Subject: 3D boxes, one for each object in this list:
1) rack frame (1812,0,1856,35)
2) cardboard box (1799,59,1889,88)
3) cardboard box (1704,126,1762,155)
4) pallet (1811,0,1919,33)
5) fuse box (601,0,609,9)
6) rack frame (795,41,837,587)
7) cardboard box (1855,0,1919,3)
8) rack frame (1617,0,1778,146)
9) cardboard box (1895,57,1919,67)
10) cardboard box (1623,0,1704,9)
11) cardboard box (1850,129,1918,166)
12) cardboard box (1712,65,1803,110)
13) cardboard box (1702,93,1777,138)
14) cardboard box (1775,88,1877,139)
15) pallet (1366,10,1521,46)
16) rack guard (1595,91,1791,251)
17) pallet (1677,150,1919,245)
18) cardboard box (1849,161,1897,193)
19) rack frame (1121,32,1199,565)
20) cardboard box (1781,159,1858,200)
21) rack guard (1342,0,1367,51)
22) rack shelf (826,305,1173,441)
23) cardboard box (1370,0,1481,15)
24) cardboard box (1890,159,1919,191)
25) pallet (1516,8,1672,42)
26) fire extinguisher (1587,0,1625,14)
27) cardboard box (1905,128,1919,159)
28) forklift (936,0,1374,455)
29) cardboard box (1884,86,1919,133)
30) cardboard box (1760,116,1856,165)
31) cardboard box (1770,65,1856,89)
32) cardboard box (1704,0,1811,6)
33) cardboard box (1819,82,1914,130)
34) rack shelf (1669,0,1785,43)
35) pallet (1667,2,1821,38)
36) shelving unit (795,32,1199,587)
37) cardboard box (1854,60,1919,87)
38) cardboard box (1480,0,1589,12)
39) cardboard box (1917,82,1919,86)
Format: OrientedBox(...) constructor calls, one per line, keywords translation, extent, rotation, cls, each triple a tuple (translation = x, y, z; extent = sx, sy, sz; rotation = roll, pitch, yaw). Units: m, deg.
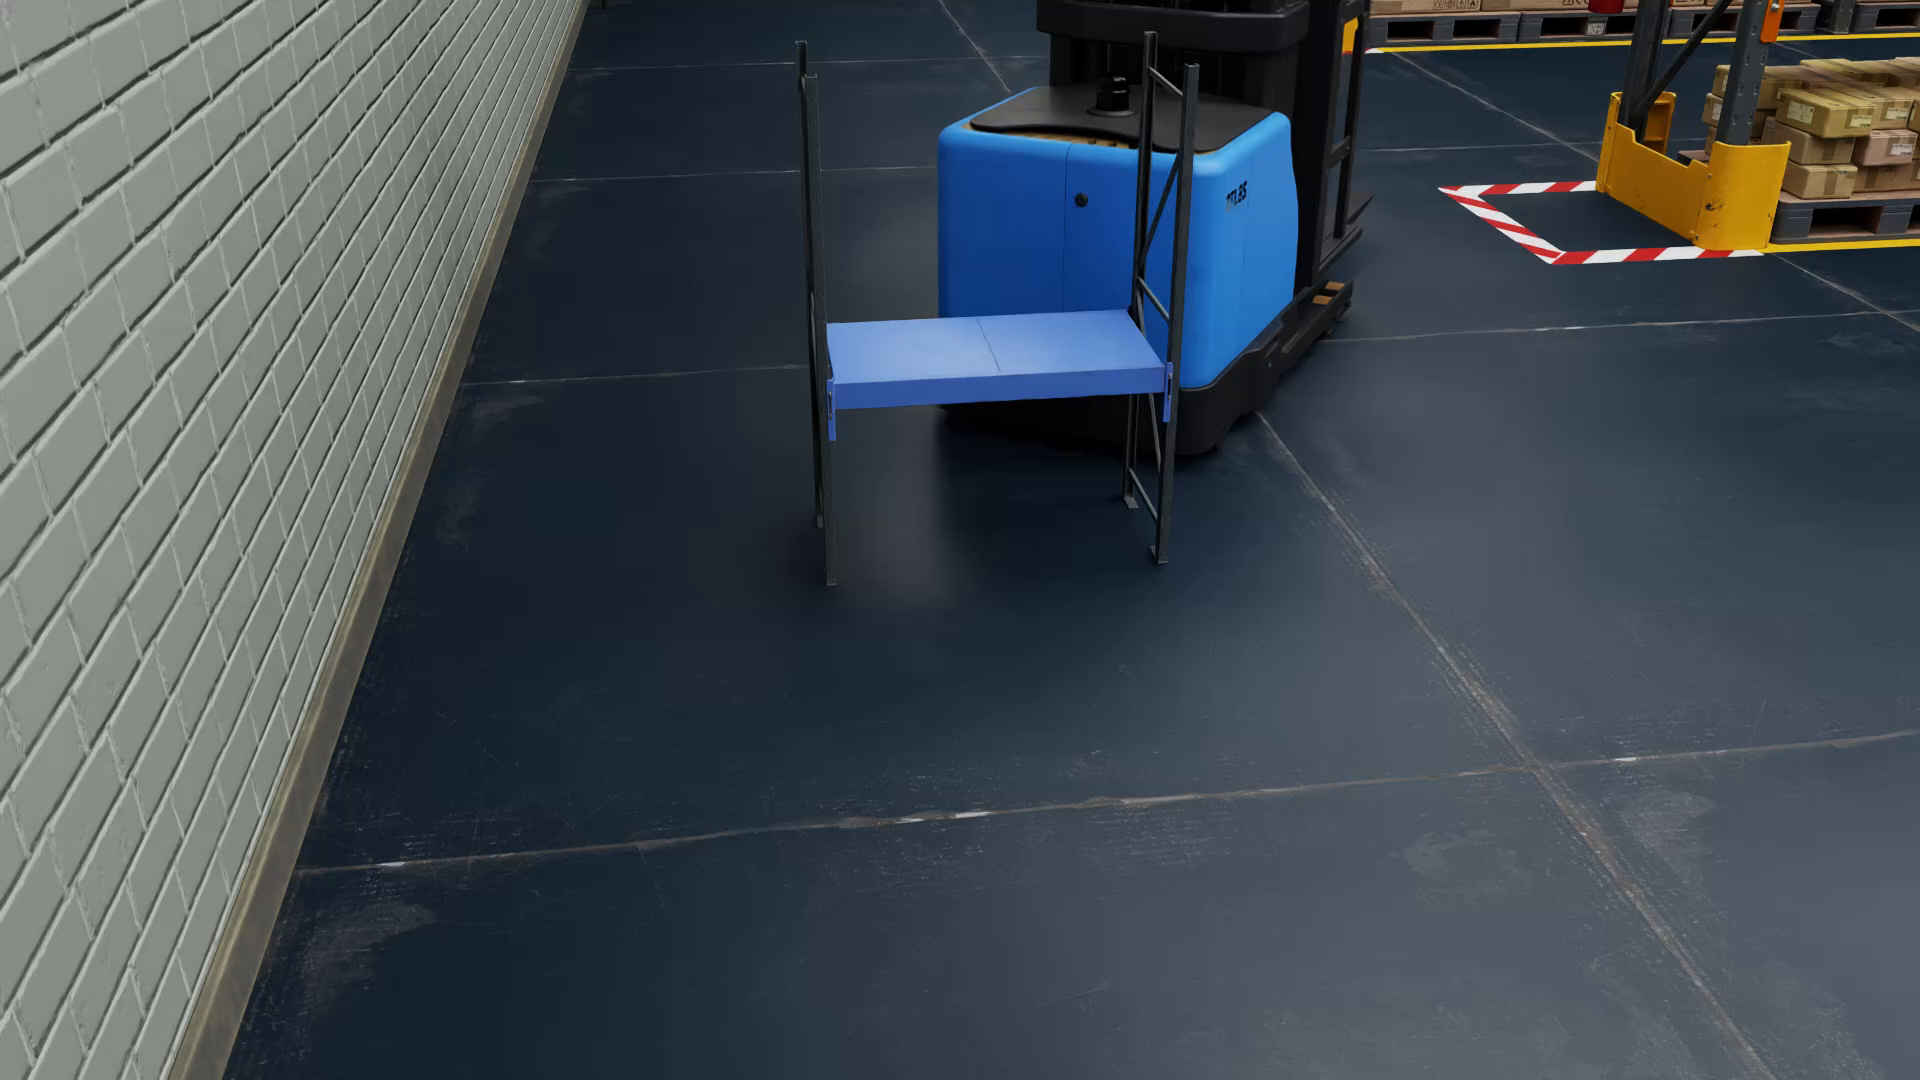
OrientedBox(translation=(6.744, -5.466, 12.616), extent=(0.127, 3.000, 1.000), rotation=(-4, 27, -7), cls="rack frame")
OrientedBox(translation=(4.557, -2.375, 8.605), extent=(0.250, 0.149, 0.380), rotation=(-4, 27, -8), cls="cardboard box")
OrientedBox(translation=(4.065, -2.026, 8.576), extent=(0.250, 0.149, 0.380), rotation=(-3, 27, -6), cls="cardboard box")
OrientedBox(translation=(7.497, -4.308, 13.415), extent=(1.213, 0.211, 1.003), rotation=(-4, 27, -7), cls="pallet")
OrientedBox(translation=(-2.946, -5.228, 13.564), extent=(0.414, 1.711, 0.539), rotation=(-4, 27, -7), cls="fuse box")
OrientedBox(translation=(-0.419, -0.640, 4.855), extent=(0.032, 1.500, 0.500), rotation=(-4, 27, -7), cls="rack frame")
OrientedBox(translation=(7.347, -4.783, 13.153), extent=(0.875, 0.875, 0.875), rotation=(-3, 27, -6), cls="cardboard box")
OrientedBox(translation=(3.573, -2.980, 7.772), extent=(0.127, 3.000, 1.000), rotation=(-4, 27, -7), cls="rack frame")
OrientedBox(translation=(5.081, -2.405, 8.663), extent=(0.250, 0.149, 0.380), rotation=(-3, 27, -5), cls="cardboard box")
OrientedBox(translation=(5.221, -4.464, 13.011), extent=(0.875, 0.438, 0.875), rotation=(-4, 27, -9), cls="cardboard box")
OrientedBox(translation=(4.406, -1.940, 8.082), extent=(0.250, 0.149, 0.380), rotation=(-4, 27, -7), cls="cardboard box")
OrientedBox(translation=(4.062, -2.311, 8.480), extent=(0.250, 0.149, 0.380), rotation=(-3, 27, -7), cls="cardboard box")
OrientedBox(translation=(4.055, -2.193, 8.576), extent=(0.250, 0.149, 0.380), rotation=(-4, 27, -8), cls="cardboard box")
OrientedBox(translation=(4.139, -2.043, 7.957), extent=(0.250, 0.149, 0.380), rotation=(-5, 28, -9), cls="cardboard box")
OrientedBox(translation=(3.564, -4.057, 12.925), extent=(1.213, 0.211, 1.003), rotation=(-4, 27, -7), cls="pallet")
OrientedBox(translation=(3.648, -1.873, 8.352), extent=(0.348, 0.500, 1.175), rotation=(-4, 27, -7), cls="rack guard")
OrientedBox(translation=(4.457, -1.780, 8.488), extent=(1.213, 0.211, 1.003), rotation=(-4, 27, -7), cls="pallet")
OrientedBox(translation=(4.384, -1.841, 8.214), extent=(0.250, 0.149, 0.380), rotation=(-4, 27, -7), cls="cardboard box")
OrientedBox(translation=(0.588, -0.705, 4.981), extent=(0.032, 1.500, 0.500), rotation=(-4, 27, -7), cls="rack frame")
OrientedBox(translation=(4.136, -1.787, 8.110), extent=(0.250, 0.149, 0.380), rotation=(-3, 27, -6), cls="cardboard box")
OrientedBox(translation=(2.759, -4.098, 12.688), extent=(0.348, 0.500, 1.175), rotation=(-4, 27, -7), cls="rack guard")
OrientedBox(translation=(0.084, -0.513, 5.000), extent=(1.000, 0.185, 0.538), rotation=(-4, 27, -7), cls="rack shelf")
OrientedBox(translation=(3.422, -4.345, 12.780), extent=(0.875, 0.438, 0.875), rotation=(-5, 28, -9), cls="cardboard box")
OrientedBox(translation=(4.629, -1.860, 8.251), extent=(0.250, 0.149, 0.380), rotation=(-3, 27, -7), cls="cardboard box")
OrientedBox(translation=(4.769, -4.133, 13.074), extent=(1.213, 0.211, 1.003), rotation=(-4, 27, -7), cls="pallet")
OrientedBox(translation=(3.259, -2.972, 8.250), extent=(0.183, 0.674, 0.296), rotation=(-4, 27, -7), cls="fire extinguisher")
OrientedBox(translation=(4.636, -1.996, 8.190), extent=(0.250, 0.149, 0.380), rotation=(-3, 27, -6), cls="cardboard box")
OrientedBox(translation=(1.017, -2.235, 6.395), extent=(1.130, 2.935, 3.031), rotation=(13, 30, 23), cls="forklift")
OrientedBox(translation=(4.662, -2.073, 8.015), extent=(0.250, 0.149, 0.380), rotation=(-4, 27, -7), cls="cardboard box")
OrientedBox(translation=(4.127, -1.948, 8.098), extent=(0.250, 0.149, 0.380), rotation=(-3, 27, -5), cls="cardboard box")
OrientedBox(translation=(4.318, -2.301, 8.461), extent=(0.250, 0.149, 0.380), rotation=(-3, 27, -6), cls="cardboard box")
OrientedBox(translation=(6.107, -4.521, 13.122), extent=(0.875, 0.438, 0.875), rotation=(-4, 27, -8), cls="cardboard box")
OrientedBox(translation=(4.395, -2.115, 8.097), extent=(0.250, 0.149, 0.380), rotation=(-3, 27, -6), cls="cardboard box")
OrientedBox(translation=(5.553, -2.787, 8.184), extent=(4.000, 0.370, 1.077), rotation=(-4, 27, -7), cls="rack shelf")
OrientedBox(translation=(5.980, -4.212, 13.228), extent=(1.213, 0.211, 1.003), rotation=(-4, 27, -7), cls="pallet")
OrientedBox(translation=(0.084, -0.673, 4.918), extent=(1.048, 1.500, 0.538), rotation=(-4, 27, -7), cls="shelving unit")
OrientedBox(translation=(4.822, -2.363, 8.581), extent=(0.250, 0.149, 0.380), rotation=(-5, 28, -9), cls="cardboard box")
OrientedBox(translation=(4.328, -4.407, 12.900), extent=(0.875, 0.438, 0.875), rotation=(-3, 27, -6), cls="cardboard box")
OrientedBox(translation=(4.896, -2.126, 8.119), extent=(0.250, 0.149, 0.380), rotation=(-5, 28, -10), cls="cardboard box")
